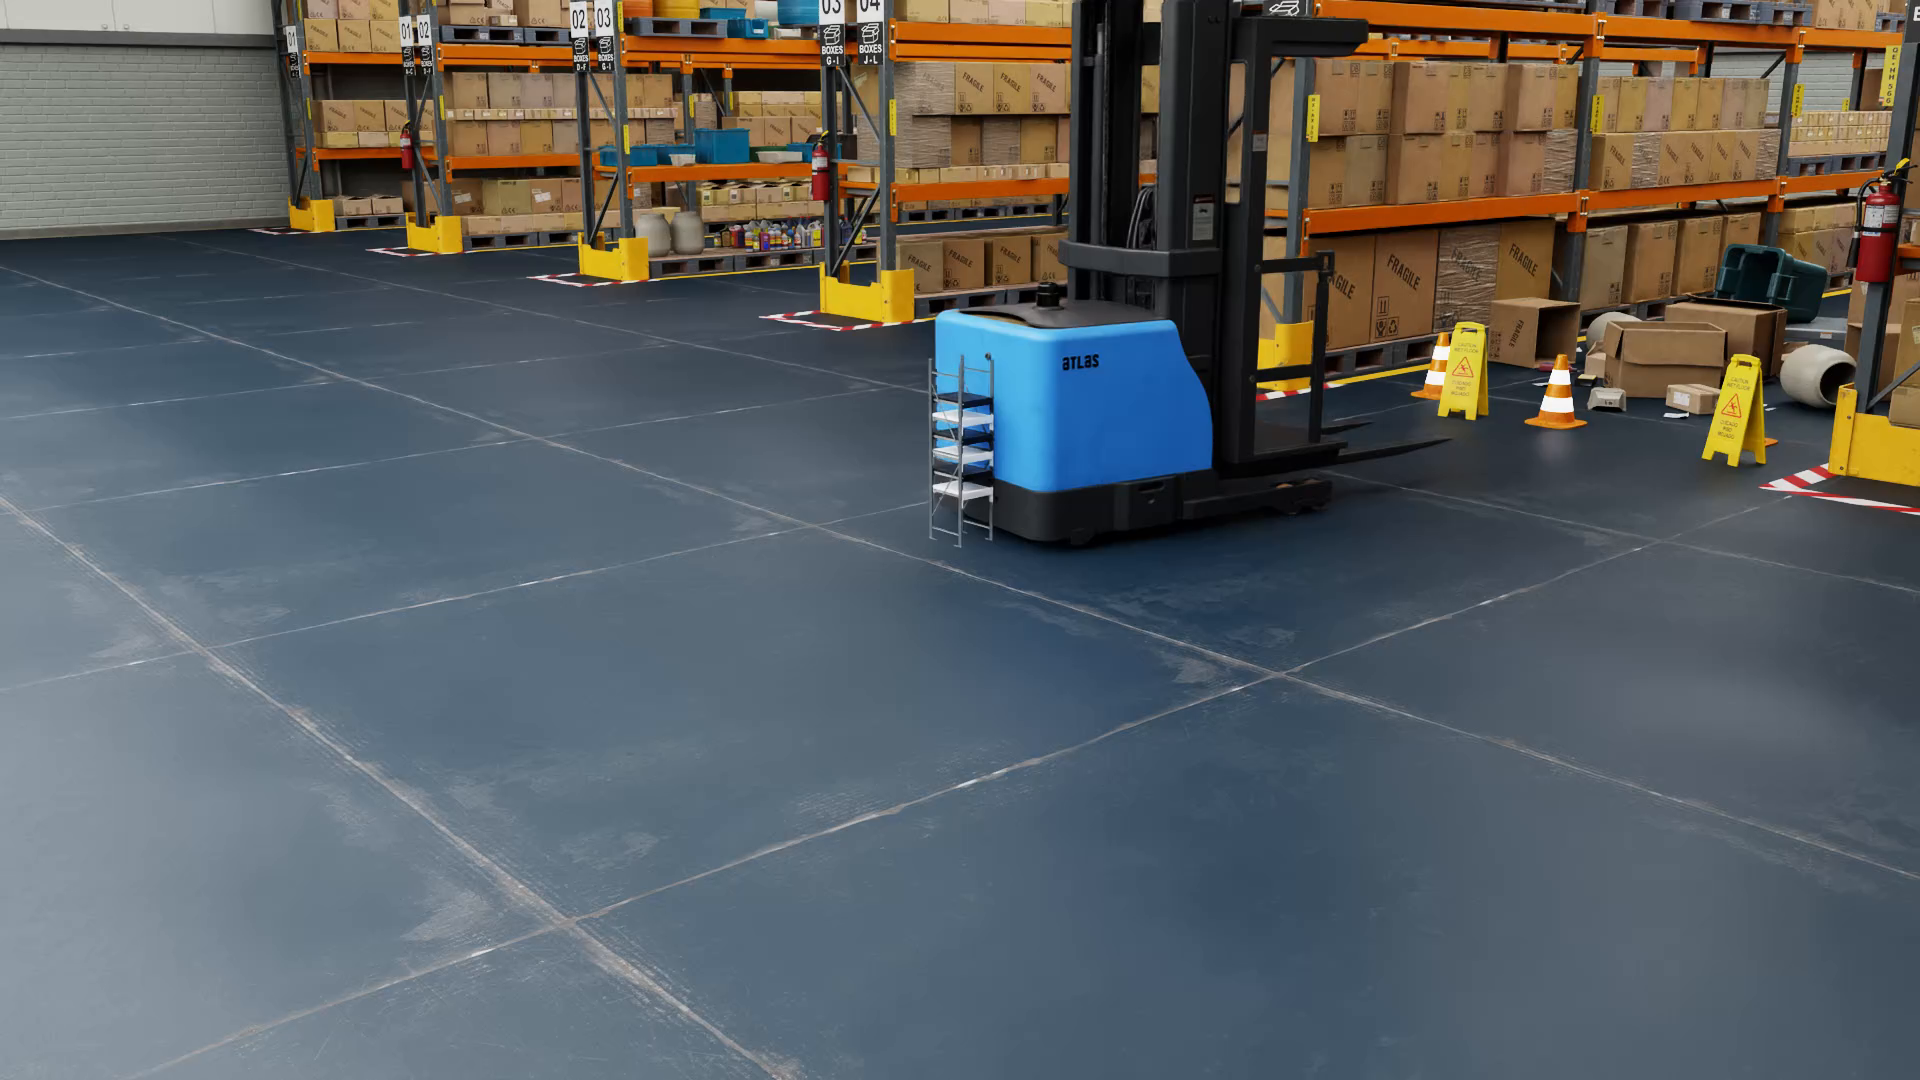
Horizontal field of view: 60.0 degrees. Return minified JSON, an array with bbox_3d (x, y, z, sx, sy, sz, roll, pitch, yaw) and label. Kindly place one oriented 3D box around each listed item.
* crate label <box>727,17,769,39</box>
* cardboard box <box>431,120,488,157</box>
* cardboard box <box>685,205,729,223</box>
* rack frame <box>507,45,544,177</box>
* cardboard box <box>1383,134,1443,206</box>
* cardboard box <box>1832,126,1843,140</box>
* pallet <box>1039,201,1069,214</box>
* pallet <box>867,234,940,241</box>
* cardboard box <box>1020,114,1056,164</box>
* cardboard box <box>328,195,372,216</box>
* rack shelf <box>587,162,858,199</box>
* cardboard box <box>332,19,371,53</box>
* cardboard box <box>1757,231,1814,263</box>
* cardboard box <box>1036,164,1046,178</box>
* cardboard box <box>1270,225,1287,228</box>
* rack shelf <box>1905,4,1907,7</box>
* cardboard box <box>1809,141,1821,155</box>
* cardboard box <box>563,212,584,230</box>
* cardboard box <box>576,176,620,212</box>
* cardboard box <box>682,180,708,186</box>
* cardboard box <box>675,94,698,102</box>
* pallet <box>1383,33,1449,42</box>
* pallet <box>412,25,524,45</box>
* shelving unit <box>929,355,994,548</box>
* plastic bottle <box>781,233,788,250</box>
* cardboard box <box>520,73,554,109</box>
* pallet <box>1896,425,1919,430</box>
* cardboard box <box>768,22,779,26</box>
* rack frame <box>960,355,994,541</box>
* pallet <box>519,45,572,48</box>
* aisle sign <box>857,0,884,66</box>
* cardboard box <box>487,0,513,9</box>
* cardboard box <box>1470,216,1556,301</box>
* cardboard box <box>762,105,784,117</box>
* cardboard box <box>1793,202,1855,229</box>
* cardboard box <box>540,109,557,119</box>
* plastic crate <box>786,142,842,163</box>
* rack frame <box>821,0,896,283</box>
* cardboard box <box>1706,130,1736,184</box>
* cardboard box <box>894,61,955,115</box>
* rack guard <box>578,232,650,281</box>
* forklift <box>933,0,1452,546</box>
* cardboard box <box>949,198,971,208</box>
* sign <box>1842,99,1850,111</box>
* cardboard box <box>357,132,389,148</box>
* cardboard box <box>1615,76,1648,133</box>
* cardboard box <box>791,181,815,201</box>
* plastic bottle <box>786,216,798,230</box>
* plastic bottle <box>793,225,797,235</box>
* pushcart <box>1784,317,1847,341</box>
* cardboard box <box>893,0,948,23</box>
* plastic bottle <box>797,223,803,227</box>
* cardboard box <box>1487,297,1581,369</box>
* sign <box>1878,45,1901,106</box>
[{"bbox_3d":[-2.615,-6.272,20.395,0.408,0.251,0.502,-13,19,-39],"label":"crate label"},{"bbox_3d":[-7.132,-5.732,23.703,0.500,0.500,0.700,-13,19,-39],"label":"cardboard box"},{"bbox_3d":[-4.008,-5.179,26.342,0.500,0.250,0.500,-13,20,-41],"label":"cardboard box"},{"bbox_3d":[-7.729,-7.249,29.574,0.127,3.000,1.000,-13,19,-39],"label":"rack frame"},{"bbox_3d":[3.343,-3.007,13.405,0.550,0.550,0.875,-13,19,-39],"label":"cardboard box"},{"bbox_3d":[9.500,-4.496,18.365,0.250,0.149,0.380,-13,19,-39],"label":"cardboard box"},{"bbox_3d":[2.079,-6.409,31.835,1.213,0.211,1.003,-13,19,-39],"label":"pallet"},{"bbox_3d":[-0.659,-4.113,23.240,1.213,0.211,1.003,-13,19,-39],"label":"pallet"},{"bbox_3d":[0.529,-4.225,17.483,0.500,0.500,0.875,-13,19,-39],"label":"cardboard box"},{"bbox_3d":[-10.166,-5.584,27.701,0.500,0.311,0.500,13,20,41],"label":"cardboard box"},{"bbox_3d":[-2.735,-4.634,21.178,4.000,0.370,1.077,-13,19,-39],"label":"rack shelf"},{"bbox_3d":[-9.902,-8.170,26.979,0.500,0.500,0.500,-11,19,-36],"label":"cardboard box"},{"bbox_3d":[8.923,-3.116,18.133,0.500,0.500,0.500,-14,20,-42],"label":"cardboard box"},{"bbox_3d":[0.676,-3.862,17.382,0.250,0.149,0.380,-13,19,-39],"label":"cardboard box"},{"bbox_3d":[3.717,-3.727,20.381,0.500,0.500,0.700,-11,18,-35],"label":"cardboard box"},{"bbox_3d":[7.022,-3.189,9.959,4.000,0.370,1.077,-13,19,-39],"label":"rack shelf"},{"bbox_3d":[9.098,-4.260,18.058,0.250,0.149,0.380,-11,19,-37],"label":"cardboard box"},{"bbox_3d":[-5.809,-4.783,24.858,0.500,0.250,0.500,-13,19,-39],"label":"cardboard box"},{"bbox_3d":[-5.441,-5.233,25.088,0.500,0.500,0.500,-13,19,-39],"label":"cardboard box"},{"bbox_3d":[-5.221,-6.799,31.882,0.500,0.500,0.700,-12,19,-39],"label":"cardboard box"},{"bbox_3d":[-5.185,-8.379,31.502,0.380,0.149,0.250,12,19,38],"label":"cardboard box"},{"bbox_3d":[5.494,-6.511,21.365,1.003,0.211,1.213,-12,19,-37],"label":"pallet"},{"bbox_3d":[-6.942,-7.128,23.483,1.213,0.211,1.003,-13,19,-39],"label":"pallet"},{"bbox_3d":[0.006,-0.436,8.139,0.210,0.900,0.258,-13,20,-39],"label":"shelving unit"},{"bbox_3d":[-2.263,-3.841,21.388,0.097,0.201,0.097,0,15,0],"label":"plastic bottle"},{"bbox_3d":[-6.319,-6.544,24.227,0.500,0.500,0.700,-13,19,-39],"label":"cardboard box"},{"bbox_3d":[6.206,-0.545,9.882,1.213,0.211,1.003,-13,19,-39],"label":"pallet"},{"bbox_3d":[-2.992,-8.176,26.712,0.500,0.250,0.500,14,20,42],"label":"cardboard box"},{"bbox_3d":[0.083,-0.453,8.203,0.006,0.900,0.240,-13,20,-39],"label":"rack frame"},{"bbox_3d":[-7.194,-8.691,29.525,1.003,0.211,1.213,-13,19,-39],"label":"pallet"},{"bbox_3d":[-0.842,-4.865,15.614,0.004,0.787,0.394,-13,19,-39],"label":"aisle sign"},{"bbox_3d":[-7.929,-9.101,28.527,0.500,0.500,0.500,14,20,42],"label":"cardboard box"},{"bbox_3d":[4.685,-2.456,14.937,0.875,0.875,0.875,-12,19,-39],"label":"cardboard box"},{"bbox_3d":[-3.776,-8.247,32.504,0.500,0.500,0.500,-12,19,-38],"label":"cardboard box"},{"bbox_3d":[9.666,-3.645,18.660,0.500,0.250,0.500,-12,19,-39],"label":"cardboard box"},{"bbox_3d":[-6.085,-6.212,24.243,0.250,0.149,0.380,-13,20,-40],"label":"cardboard box"},{"bbox_3d":[-1.883,-5.008,21.473,0.616,0.251,0.499,-13,19,-39],"label":"plastic crate"},{"bbox_3d":[-0.992,-3.678,16.207,0.127,3.000,1.000,-13,19,-39],"label":"rack frame"},{"bbox_3d":[7.305,-3.801,16.475,0.500,0.500,0.500,-13,20,-40],"label":"cardboard box"},{"bbox_3d":[-0.398,-4.393,16.177,0.500,0.500,0.500,-13,19,-39],"label":"cardboard box"},{"bbox_3d":[-4.217,-3.457,20.222,0.348,0.500,1.175,-13,19,-39],"label":"rack guard"},{"bbox_3d":[1.381,-1.652,8.754,3.031,2.935,1.130,-9,18,-31],"label":"forklift"},{"bbox_3d":[-0.153,-6.163,29.500,0.500,0.500,0.500,-13,20,-40],"label":"cardboard box"},{"bbox_3d":[10.878,-5.251,20.417,0.005,0.325,0.100,-13,19,-39],"label":"sign"},{"bbox_3d":[-9.788,-6.620,27.472,0.500,0.250,0.500,-13,20,-41],"label":"cardboard box"},{"bbox_3d":[5.962,-4.077,15.570,0.500,0.500,0.700,-13,20,-40],"label":"cardboard box"},{"bbox_3d":[-2.461,-5.797,27.567,0.500,0.311,0.500,-13,20,-40],"label":"cardboard box"},{"bbox_3d":[-2.250,-4.165,22.310,0.185,0.351,0.144,-14,20,-42],"label":"plastic bottle"},{"bbox_3d":[-2.107,-3.962,21.680,0.133,0.283,0.061,-13,19,-39],"label":"plastic bottle"},{"bbox_3d":[6.996,-1.595,13.490,1.648,0.377,0.936,8,17,28],"label":"pushcart"},{"bbox_3d":[-0.459,-5.086,15.957,0.500,0.250,0.500,-12,19,-38],"label":"cardboard box"},{"bbox_3d":[-2.138,-4.110,22.260,0.097,0.271,0.097,0,15,0],"label":"plastic bottle"},{"bbox_3d":[4.707,-1.704,13.655,0.500,0.500,0.500,-9,17,-30],"label":"cardboard box"},{"bbox_3d":[5.164,-2.572,9.211,0.005,0.325,0.100,-13,19,-39],"label":"sign"}]
